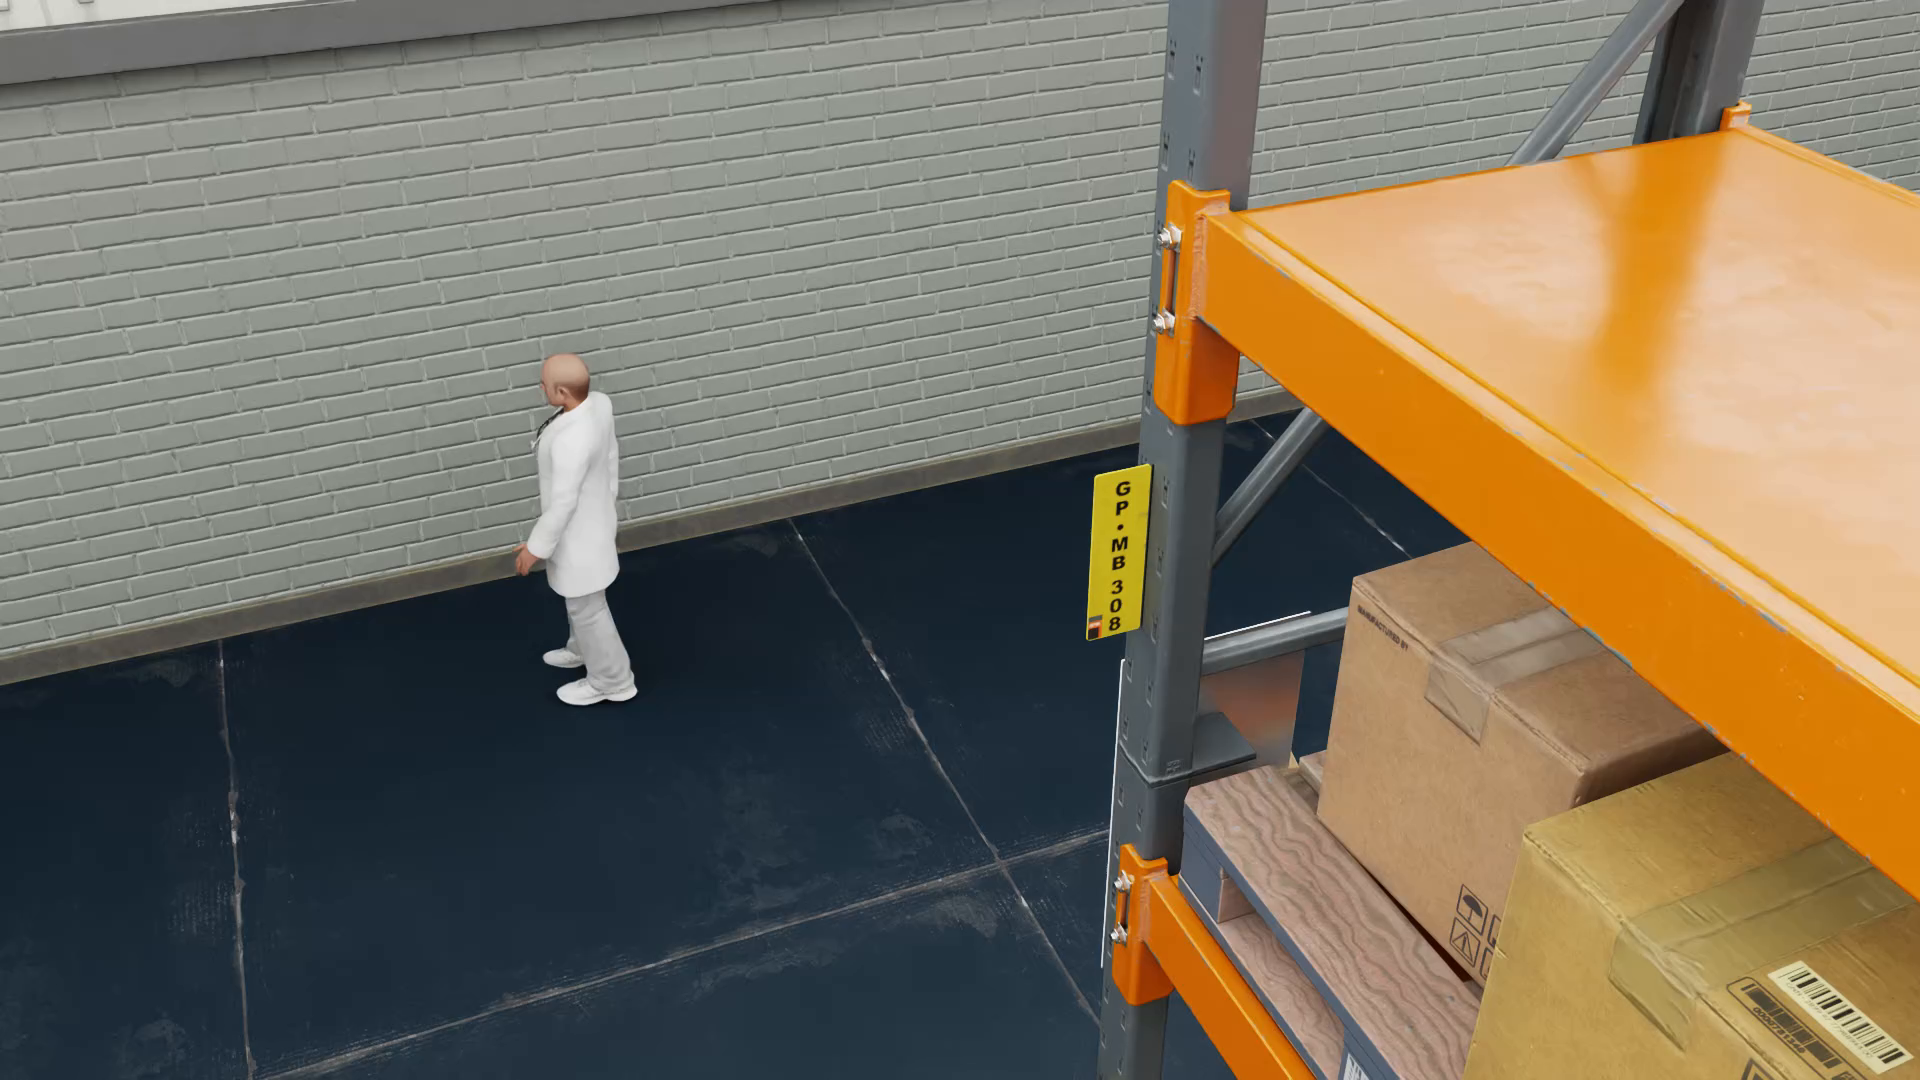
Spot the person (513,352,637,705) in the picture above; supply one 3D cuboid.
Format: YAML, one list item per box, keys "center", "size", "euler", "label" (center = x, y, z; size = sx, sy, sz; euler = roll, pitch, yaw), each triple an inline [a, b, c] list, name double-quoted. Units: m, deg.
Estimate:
- center: [-1.813, -0.037, 7.598]
  size: [0.536, 1.810, 0.624]
  euler: [2, 33, 3]
  label: "person"
